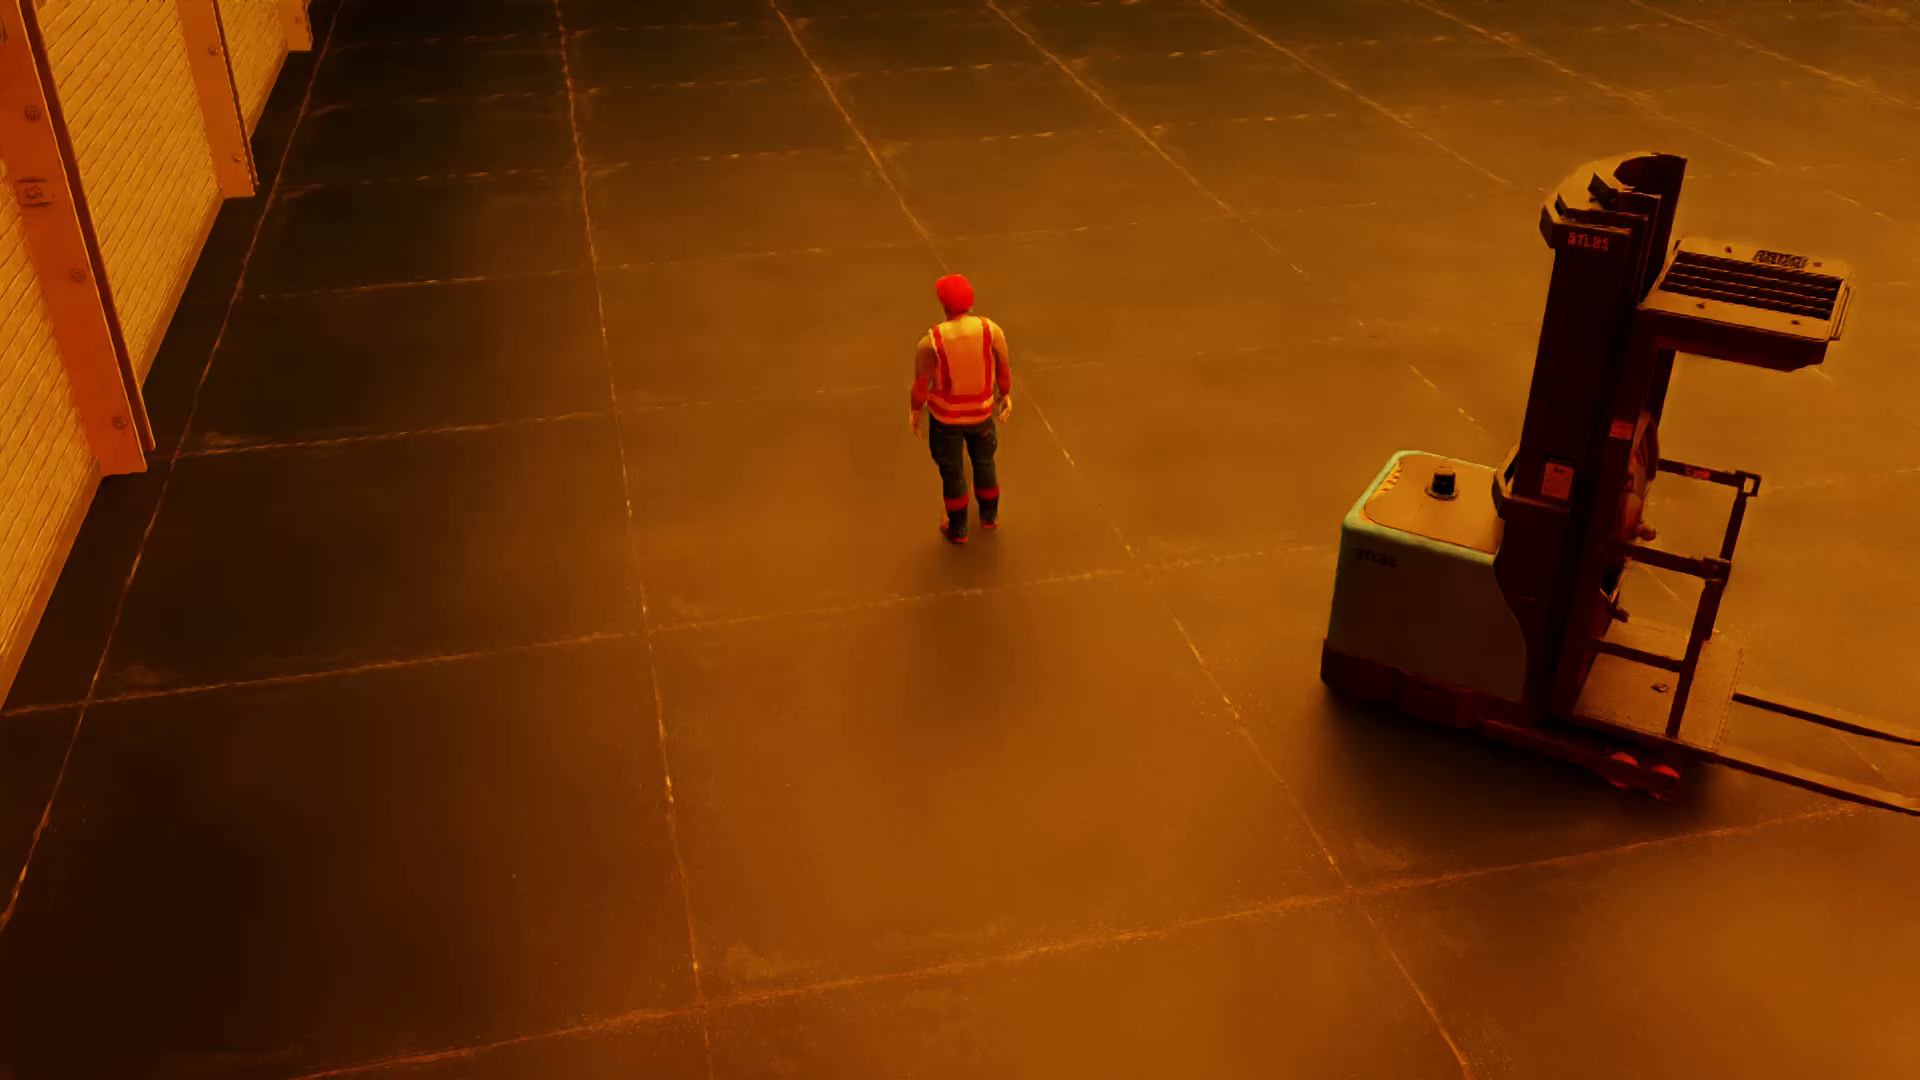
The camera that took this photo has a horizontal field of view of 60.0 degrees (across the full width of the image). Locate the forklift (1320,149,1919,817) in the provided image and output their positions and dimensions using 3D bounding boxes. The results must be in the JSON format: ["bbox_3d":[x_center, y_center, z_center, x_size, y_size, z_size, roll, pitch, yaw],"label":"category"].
[{"bbox_3d":[3.497,-0.286,8.068,3.031,2.935,1.130,16,34,26],"label":"forklift"}]

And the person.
[{"bbox_3d":[-0.008,-0.821,10.118,0.637,1.787,0.563,-7,31,-12],"label":"person"}]
